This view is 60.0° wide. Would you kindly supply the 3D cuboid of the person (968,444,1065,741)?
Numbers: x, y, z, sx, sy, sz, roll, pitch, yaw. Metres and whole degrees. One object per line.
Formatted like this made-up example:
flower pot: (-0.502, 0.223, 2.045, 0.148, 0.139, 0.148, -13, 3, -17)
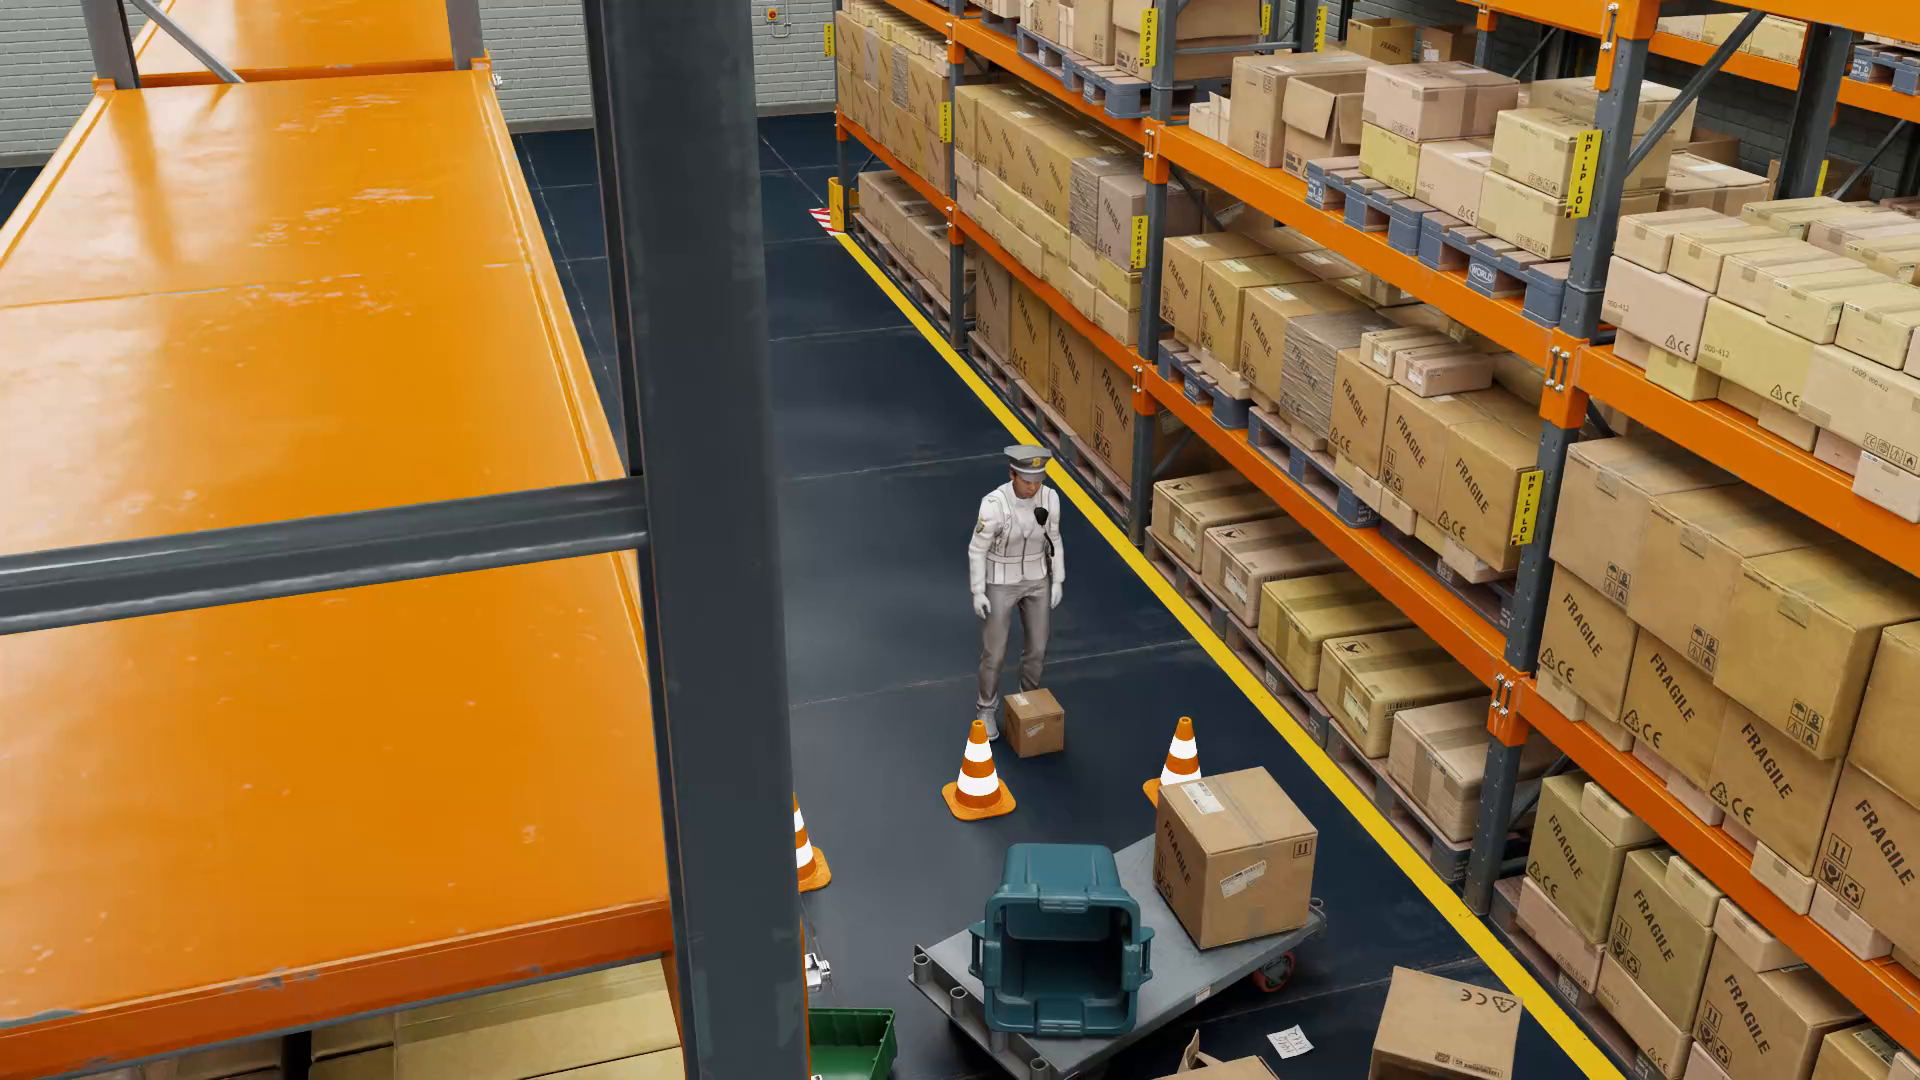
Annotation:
person: (0.307, 0.253, 8.839, 0.527, 1.663, 0.376, -8, 28, -16)
